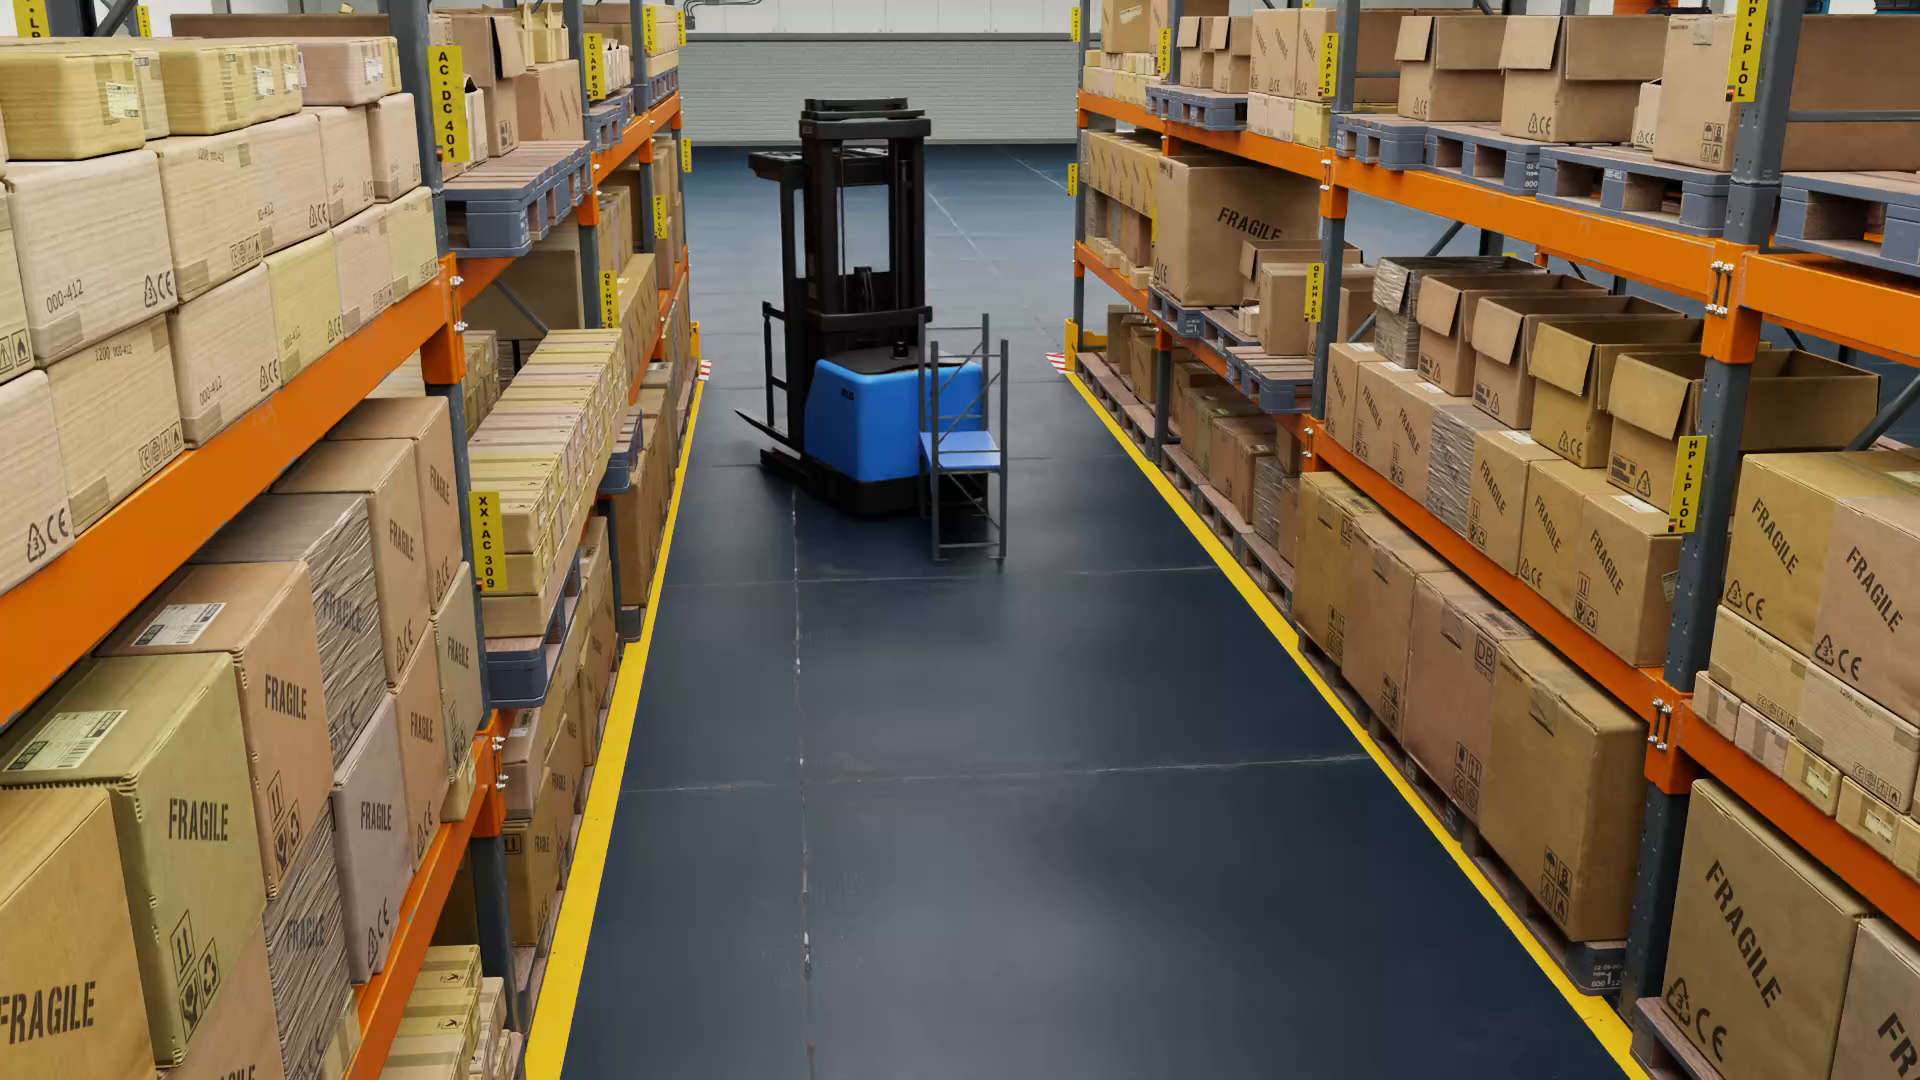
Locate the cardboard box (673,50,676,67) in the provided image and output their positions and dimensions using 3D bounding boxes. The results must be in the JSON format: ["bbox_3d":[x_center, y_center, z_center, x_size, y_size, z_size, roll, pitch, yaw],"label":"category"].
[{"bbox_3d":[-2.835,-4.457,15.411,0.380,0.149,0.250,-2,17,-5],"label":"cardboard box"}]

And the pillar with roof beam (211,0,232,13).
[{"bbox_3d":[-12.127,-12.711,37.142,9.100,9.000,0.400,-2,18,-6],"label":"pillar with roof beam"}]

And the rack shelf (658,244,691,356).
[{"bbox_3d":[-3.052,-2.199,14.875,1.077,0.370,4.000,-2,18,-6],"label":"rack shelf"}]

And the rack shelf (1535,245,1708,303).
[{"bbox_3d":[6.818,-2.475,15.755,1.077,0.370,4.000,-2,18,-6],"label":"rack shelf"}]

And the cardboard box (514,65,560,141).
[{"bbox_3d":[-2.010,-1.774,7.144,0.500,0.500,0.500,-2,18,-6],"label":"cardboard box"}]

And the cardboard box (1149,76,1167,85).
[{"bbox_3d":[1.791,-3.557,13.242,0.500,0.250,0.500,-1,17,-4],"label":"cardboard box"}]

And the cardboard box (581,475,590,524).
[{"bbox_3d":[-1.744,-0.164,6.910,0.380,0.149,0.250,-2,18,-7],"label":"cardboard box"}]

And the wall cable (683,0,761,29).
[{"bbox_3d":[-6.572,-17.196,45.748,2.305,6.003,0.169,-2,18,-6],"label":"wall cable"}]

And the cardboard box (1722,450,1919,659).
[{"bbox_3d":[2.718,0.036,5.056,0.500,0.500,0.500,-2,18,-6],"label":"cardboard box"}]

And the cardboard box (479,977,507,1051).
[{"bbox_3d":[-1.672,1.539,5.329,0.380,0.149,0.250,-1,17,-5],"label":"cardboard box"}]

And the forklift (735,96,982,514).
[{"bbox_3d":[-0.964,-1.979,13.087,1.130,2.935,3.031,-9,20,-27],"label":"forklift"}]

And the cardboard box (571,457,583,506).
[{"bbox_3d":[-1.717,-0.229,6.620,0.380,0.149,0.250,-1,17,-3],"label":"cardboard box"}]

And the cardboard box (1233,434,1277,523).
[{"bbox_3d":[2.286,-0.428,11.471,0.700,0.500,0.500,0,17,-1],"label":"cardboard box"}]

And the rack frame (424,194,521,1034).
[{"bbox_3d":[-2.021,0.437,5.278,1.000,3.000,0.127,-2,18,-6],"label":"rack frame"}]

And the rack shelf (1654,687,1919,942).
[{"bbox_3d":[3.129,1.253,3.880,1.077,0.370,4.000,-2,18,-6],"label":"rack shelf"}]

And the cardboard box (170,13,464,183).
[{"bbox_3d":[-1.951,-1.359,5.121,0.700,0.500,0.500,-2,18,-6],"label":"cardboard box"}]

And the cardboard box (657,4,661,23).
[{"bbox_3d":[-2.653,-4.309,13.607,0.380,0.149,0.250,-2,17,-5],"label":"cardboard box"}]

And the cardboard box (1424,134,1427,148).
[{"bbox_3d":[2.715,-2.385,9.510,0.500,0.250,0.500,-1,17,-5],"label":"cardboard box"}]

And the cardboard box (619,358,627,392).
[{"bbox_3d":[-1.930,-0.844,8.580,0.380,0.149,0.250,-1,17,-5],"label":"cardboard box"}]

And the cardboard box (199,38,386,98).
[{"bbox_3d":[-1.679,-1.188,4.196,0.380,0.149,0.250,-1,17,-4],"label":"cardboard box"}]

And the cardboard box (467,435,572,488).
[{"bbox_3d":[-1.686,-0.293,6.327,0.380,0.149,0.250,-2,18,-6],"label":"cardboard box"}]

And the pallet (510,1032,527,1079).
[{"bbox_3d":[-1.916,1.966,5.061,1.003,0.211,1.213,-2,18,-6],"label":"pallet"}]

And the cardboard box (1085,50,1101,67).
[{"bbox_3d":[1.414,-4.642,16.032,0.380,0.149,0.250,-1,17,-4],"label":"cardboard box"}]

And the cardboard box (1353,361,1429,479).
[{"bbox_3d":[2.345,-0.619,8.474,0.500,0.500,0.500,-2,18,-7],"label":"cardboard box"}]

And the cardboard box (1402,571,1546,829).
[{"bbox_3d":[2.744,0.671,7.378,1.225,0.875,0.875,-2,18,-8],"label":"cardboard box"}]

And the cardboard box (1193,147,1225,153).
[{"bbox_3d":[2.251,-3.027,13.979,0.500,0.500,0.500,-2,18,-6],"label":"cardboard box"}]

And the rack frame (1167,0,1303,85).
[{"bbox_3d":[2.098,-4.932,12.363,1.000,3.000,0.127,-2,18,-6],"label":"rack frame"}]

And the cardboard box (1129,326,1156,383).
[{"bbox_3d":[1.875,-1.718,15.615,0.500,0.500,0.500,0,17,0],"label":"cardboard box"}]

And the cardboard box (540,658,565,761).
[{"bbox_3d":[-1.892,0.684,6.709,0.500,0.250,0.500,-1,17,-4],"label":"cardboard box"}]

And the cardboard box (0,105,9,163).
[{"bbox_3d":[-1.535,-0.569,2.223,0.380,0.149,0.250,-1,17,-4],"label":"cardboard box"}]

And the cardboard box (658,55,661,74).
[{"bbox_3d":[-2.624,-3.851,13.479,0.380,0.149,0.250,-2,18,-7],"label":"cardboard box"}]

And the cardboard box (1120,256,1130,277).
[{"bbox_3d":[1.643,-2.452,14.899,0.380,0.149,0.250,-2,18,-6],"label":"cardboard box"}]

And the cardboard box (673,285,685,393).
[{"bbox_3d":[-3.030,-1.863,15.449,0.875,0.875,0.875,-2,18,-7],"label":"cardboard box"}]

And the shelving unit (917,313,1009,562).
[{"bbox_3d":[0.008,-0.733,11.507,0.538,1.500,1.048,-2,18,-6],"label":"shelving unit"}]

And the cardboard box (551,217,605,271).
[{"bbox_3d":[-2.578,-1.717,10.302,0.700,0.500,0.500,-2,18,-6],"label":"cardboard box"}]

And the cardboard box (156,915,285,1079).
[{"bbox_3d":[-1.498,0.992,2.847,0.500,0.500,0.500,-2,17,-5],"label":"cardboard box"}]

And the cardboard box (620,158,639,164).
[{"bbox_3d":[-3.022,-2.805,13.549,0.875,0.550,0.550,-2,18,-6],"label":"cardboard box"}]

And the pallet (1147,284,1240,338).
[{"bbox_3d":[2.032,-1.746,12.551,1.003,0.211,1.213,-2,18,-6],"label":"pallet"}]

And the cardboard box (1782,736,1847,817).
[{"bbox_3d":[2.678,0.689,4.895,0.380,0.149,0.250,-1,17,-4],"label":"cardboard box"}]

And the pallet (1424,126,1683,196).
[{"bbox_3d":[2.748,-1.696,7.378,1.003,0.211,1.213,-1,17,-3],"label":"pallet"}]

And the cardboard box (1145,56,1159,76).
[{"bbox_3d":[1.728,-3.862,13.547,0.380,0.149,0.250,-3,18,-8],"label":"cardboard box"}]

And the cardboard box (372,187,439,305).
[{"bbox_3d":[-1.702,-0.785,4.412,0.500,0.250,0.500,-1,17,-4],"label":"cardboard box"}]

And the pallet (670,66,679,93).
[{"bbox_3d":[-3.172,-4.306,15.527,1.003,0.211,1.213,-2,18,-6],"label":"pallet"}]

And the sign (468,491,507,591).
[{"bbox_3d":[-1.482,0.005,5.209,0.100,0.325,0.005,-2,18,-6],"label":"sign"}]

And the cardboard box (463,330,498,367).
[{"bbox_3d":[-2.578,-0.974,8.497,0.380,0.149,0.250,-2,18,-6],"label":"cardboard box"}]

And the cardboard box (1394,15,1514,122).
[{"bbox_3d":[2.645,-2.379,8.366,0.797,0.503,0.637,-1,17,-2],"label":"cardboard box"}]

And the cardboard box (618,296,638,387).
[{"bbox_3d":[-2.318,-1.246,10.472,0.500,0.500,0.500,-2,18,-6],"label":"cardboard box"}]

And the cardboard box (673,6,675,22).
[{"bbox_3d":[-2.862,-4.914,15.533,0.380,0.149,0.250,-2,18,-5],"label":"cardboard box"}]

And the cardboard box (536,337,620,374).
[{"bbox_3d":[-1.903,-0.912,8.301,0.380,0.149,0.250,-2,18,-6],"label":"cardboard box"}]

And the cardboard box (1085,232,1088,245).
[{"bbox_3d":[1.478,-3.049,16.801,0.380,0.149,0.250,-2,18,-6],"label":"cardboard box"}]

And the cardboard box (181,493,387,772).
[{"bbox_3d":[-1.606,0.209,3.672,0.500,0.500,0.500,-1,17,-4],"label":"cardboard box"}]

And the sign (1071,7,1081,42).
[{"bbox_3d":[1.146,-5.093,16.424,0.100,0.325,0.005,-2,18,-6],"label":"sign"}]

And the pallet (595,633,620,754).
[{"bbox_3d":[-2.354,0.808,8.750,1.003,0.211,1.213,-2,18,-6],"label":"pallet"}]

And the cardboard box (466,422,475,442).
[{"bbox_3d":[-2.503,-0.455,7.837,0.380,0.149,0.250,-1,17,-3],"label":"cardboard box"}]

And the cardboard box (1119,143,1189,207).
[{"bbox_3d":[1.674,-3.160,14.401,0.500,0.500,0.500,-2,18,-6],"label":"cardboard box"}]

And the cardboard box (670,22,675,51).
[{"bbox_3d":[-2.879,-4.602,15.204,0.500,0.250,0.500,-2,18,-6],"label":"cardboard box"}]
